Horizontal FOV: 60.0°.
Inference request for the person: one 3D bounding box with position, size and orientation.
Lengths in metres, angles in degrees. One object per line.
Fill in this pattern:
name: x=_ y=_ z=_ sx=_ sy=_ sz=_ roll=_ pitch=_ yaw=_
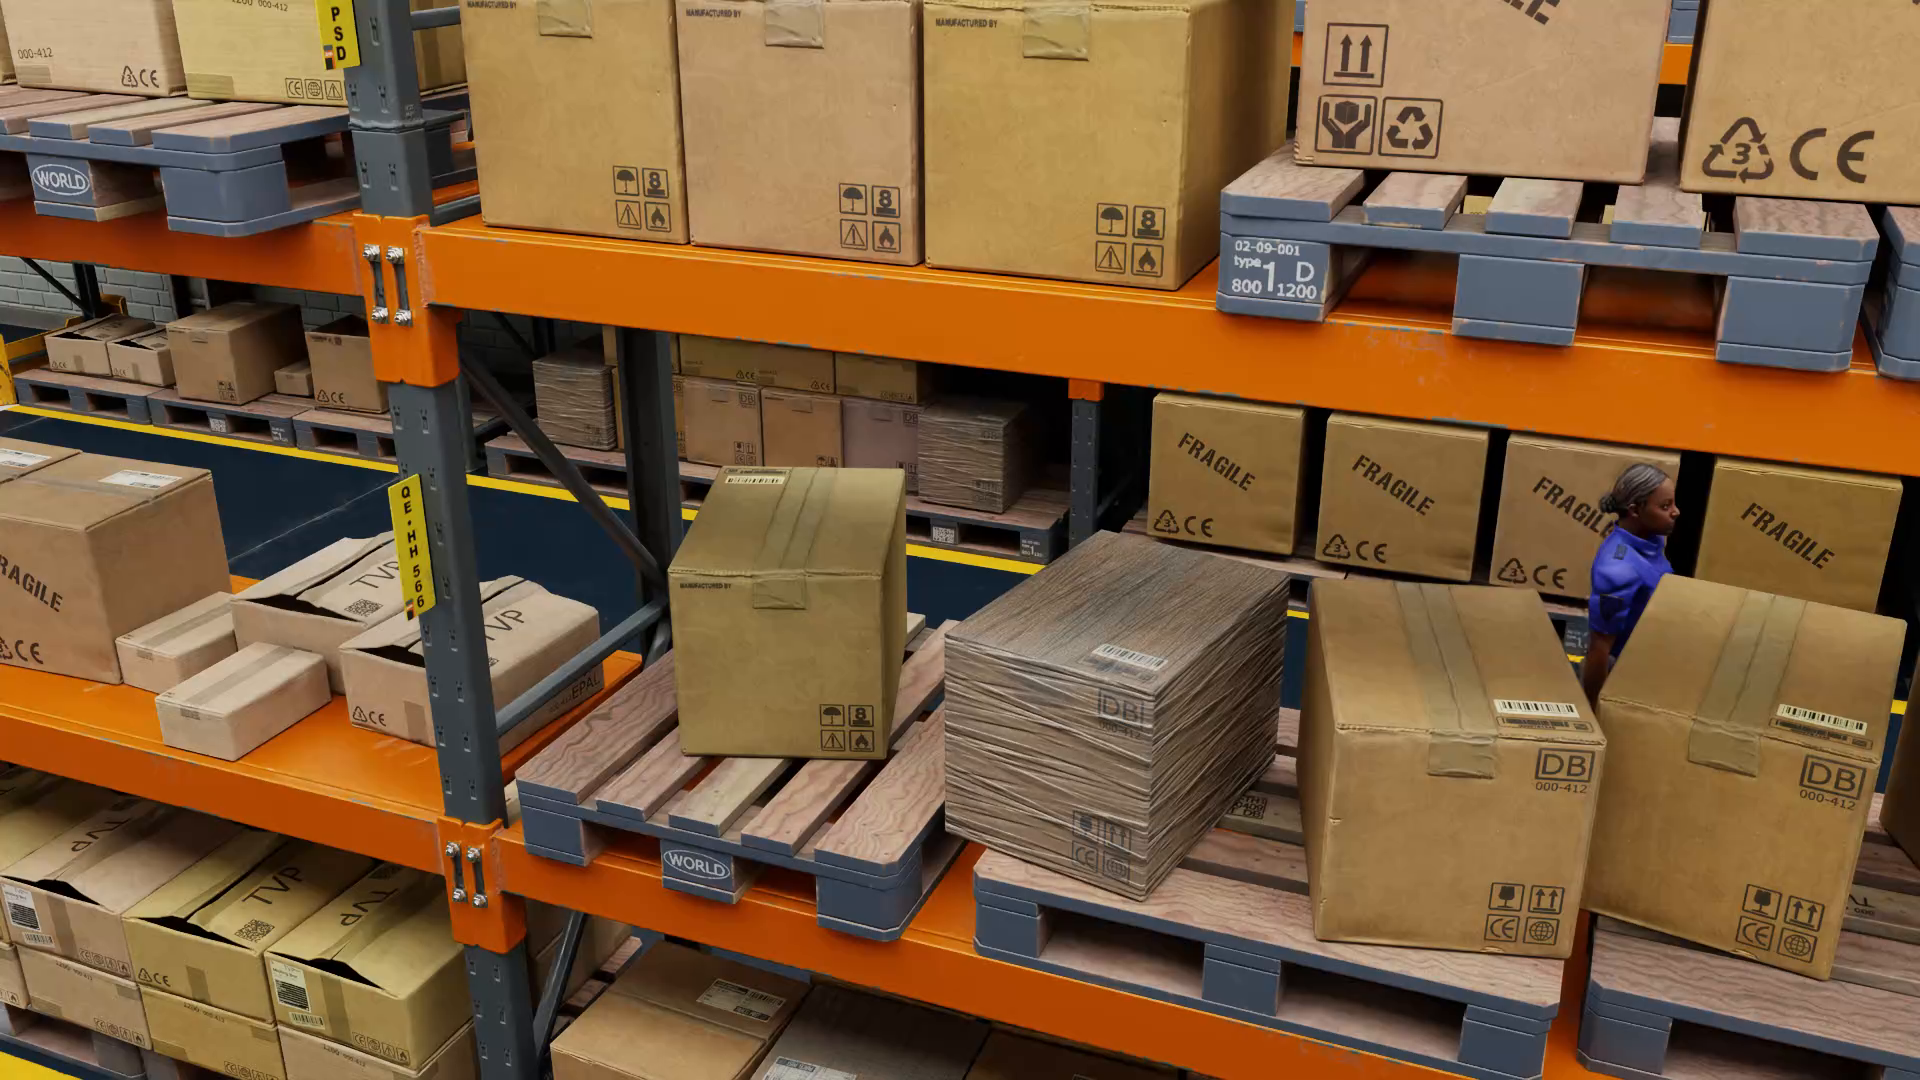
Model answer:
person: x=2.335 y=0.545 z=5.753 sx=0.426 sy=1.676 sz=0.444 roll=10 pitch=25 yaw=23
